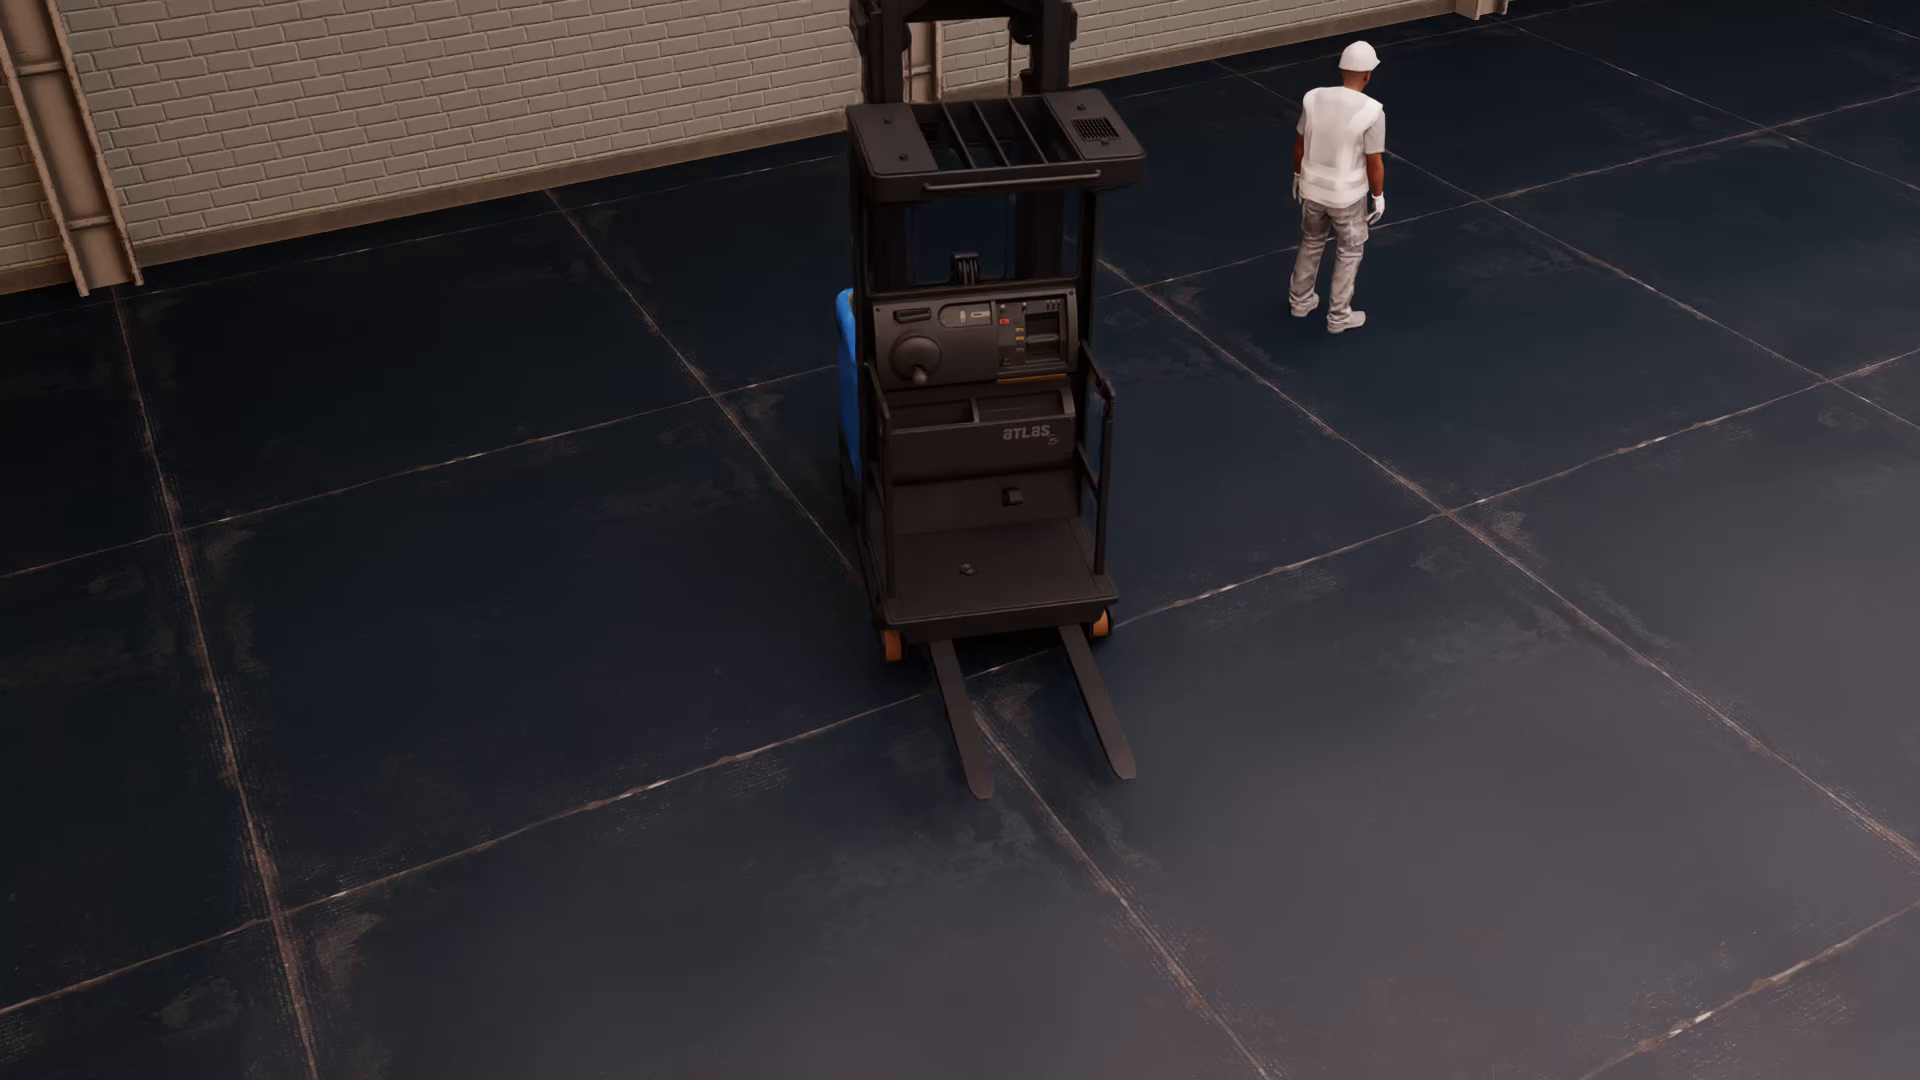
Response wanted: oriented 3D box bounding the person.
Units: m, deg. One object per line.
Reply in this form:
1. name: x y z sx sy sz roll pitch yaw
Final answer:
1. person: 2.311 -2.145 10.165 0.618 1.773 0.442 29 44 34

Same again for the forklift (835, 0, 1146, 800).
1. forklift: 0.116 -0.851 7.327 1.130 2.935 3.031 -6 36 -9
